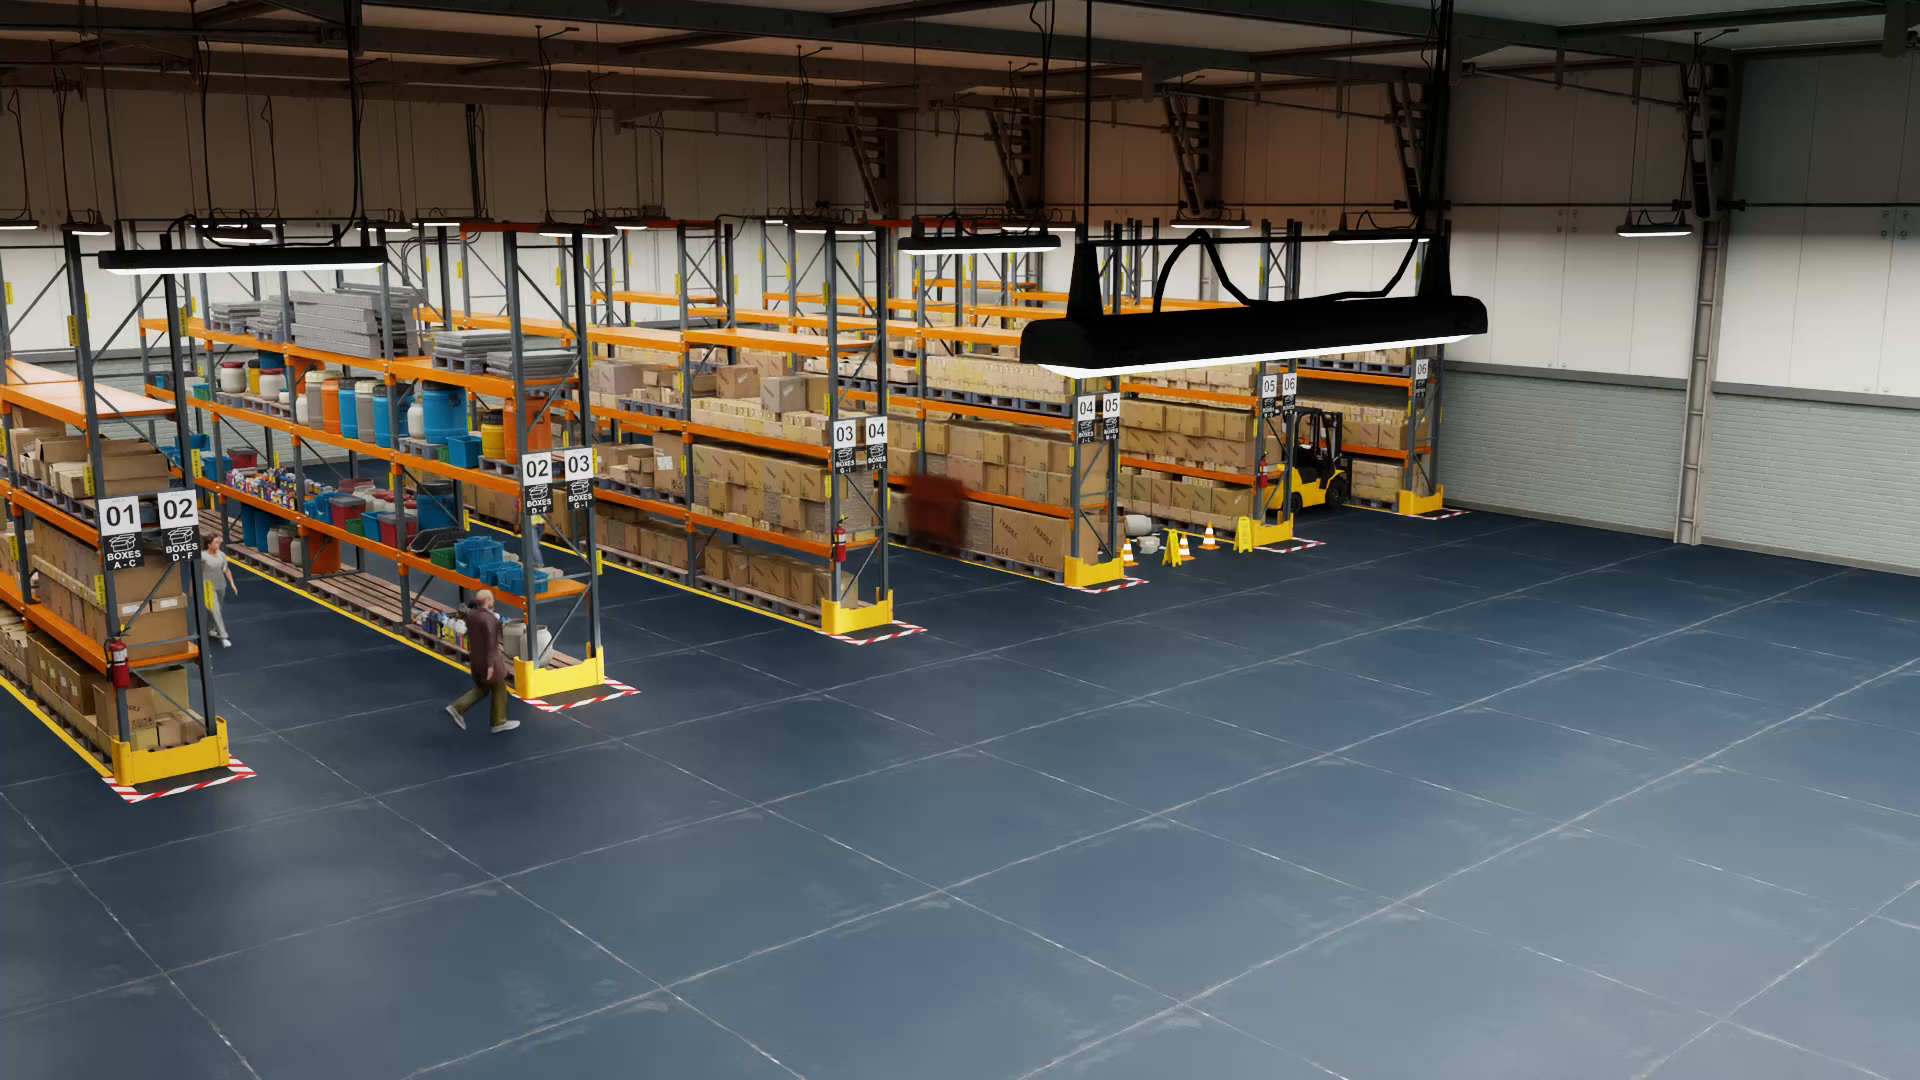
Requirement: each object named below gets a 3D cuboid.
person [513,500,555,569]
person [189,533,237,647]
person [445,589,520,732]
[{"bbox_3d":[-7.386,-0.288,28.901,0.688,1.706,1.085,-10,15,-40],"label":"person"},{"bbox_3d":[-10.870,0.699,24.217,1.072,1.606,0.556,9,15,39],"label":"person"},{"bbox_3d":[-5.784,1.472,20.055,0.834,1.758,0.572,-10,15,-41],"label":"person"}]
